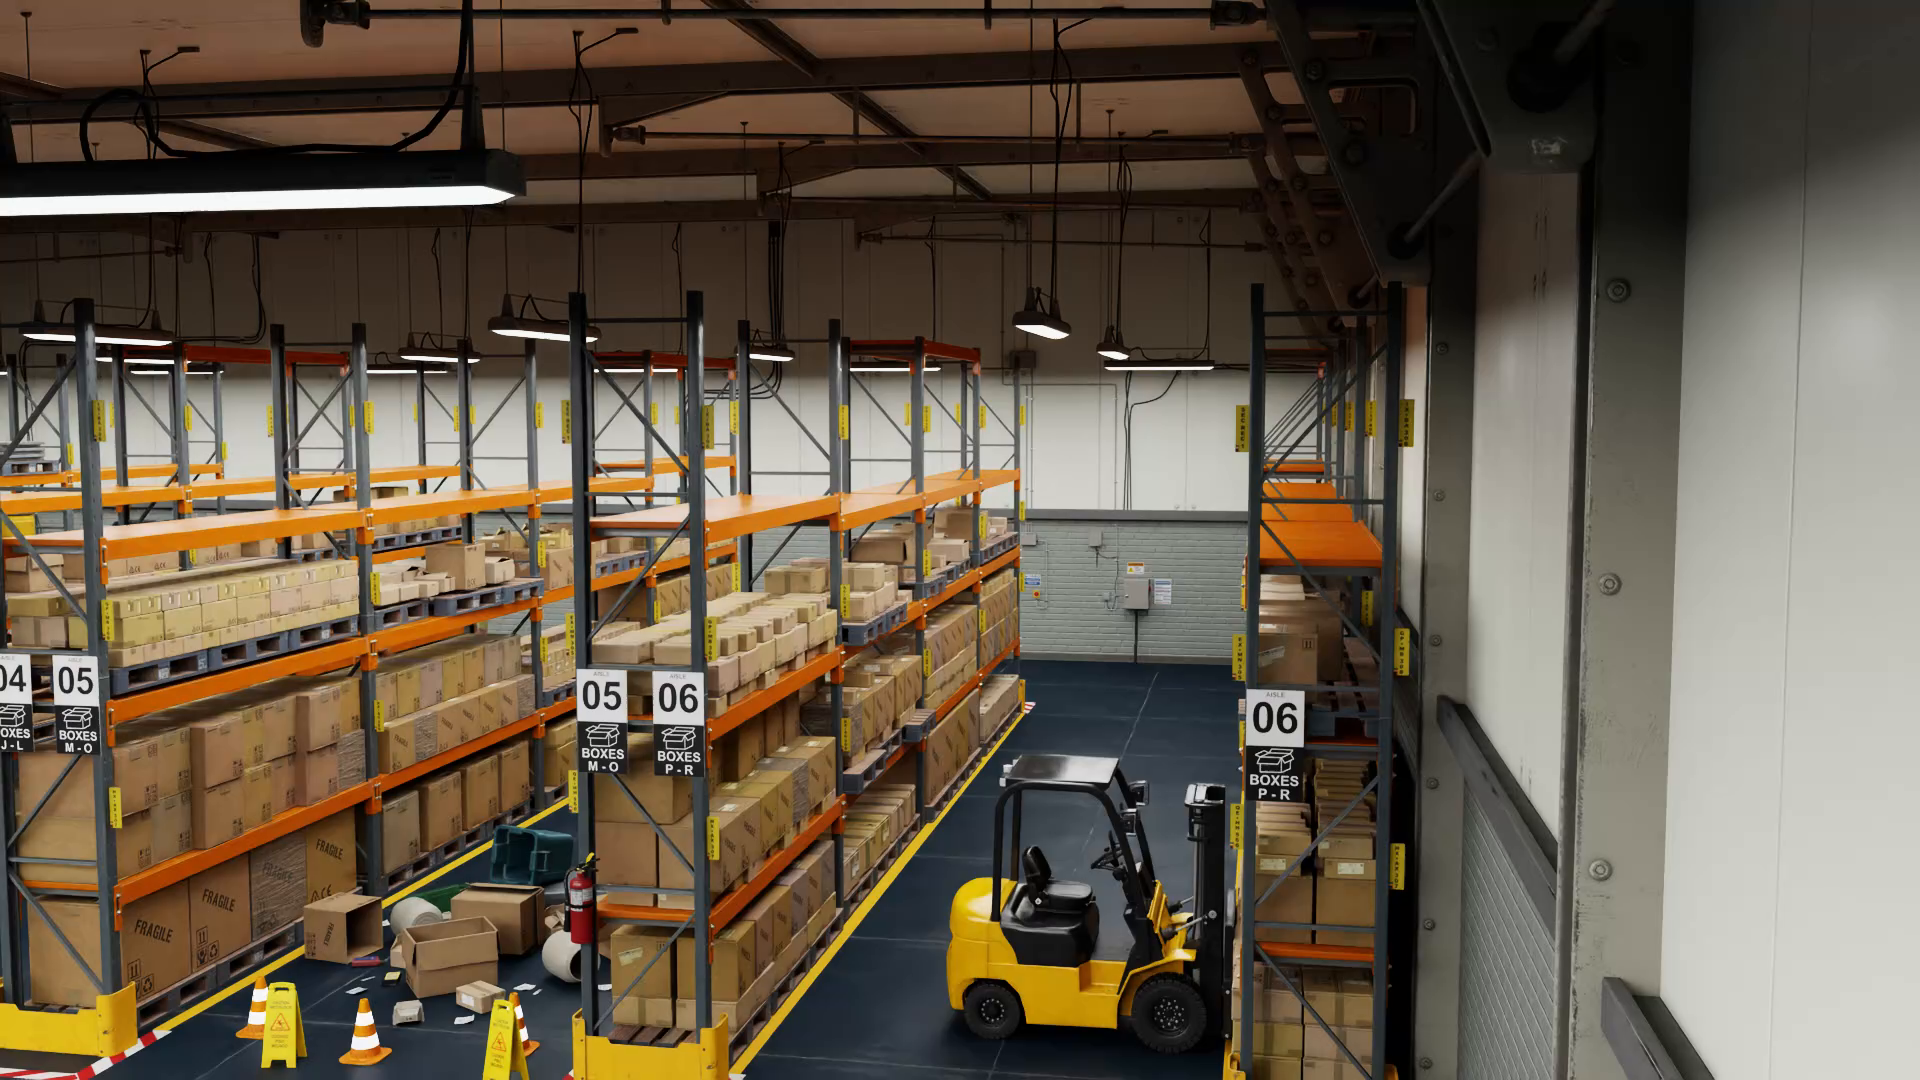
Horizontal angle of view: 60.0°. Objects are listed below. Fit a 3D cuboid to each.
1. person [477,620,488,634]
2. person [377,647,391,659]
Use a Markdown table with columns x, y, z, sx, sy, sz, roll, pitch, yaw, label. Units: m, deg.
| x | y | z | sx | sy | sz | roll | pitch | yaw | label |
| --- | --- | --- | --- | --- | --- | --- | --- | --- | --- |
| -9.449 | 1.721 | 32.512 | 0.802 | 1.644 | 0.455 | 3 | 5 | 32 | person |
| -8.412 | 2.408 | 24.195 | 0.547 | 1.649 | 0.519 | 1 | 5 | 9 | person |
